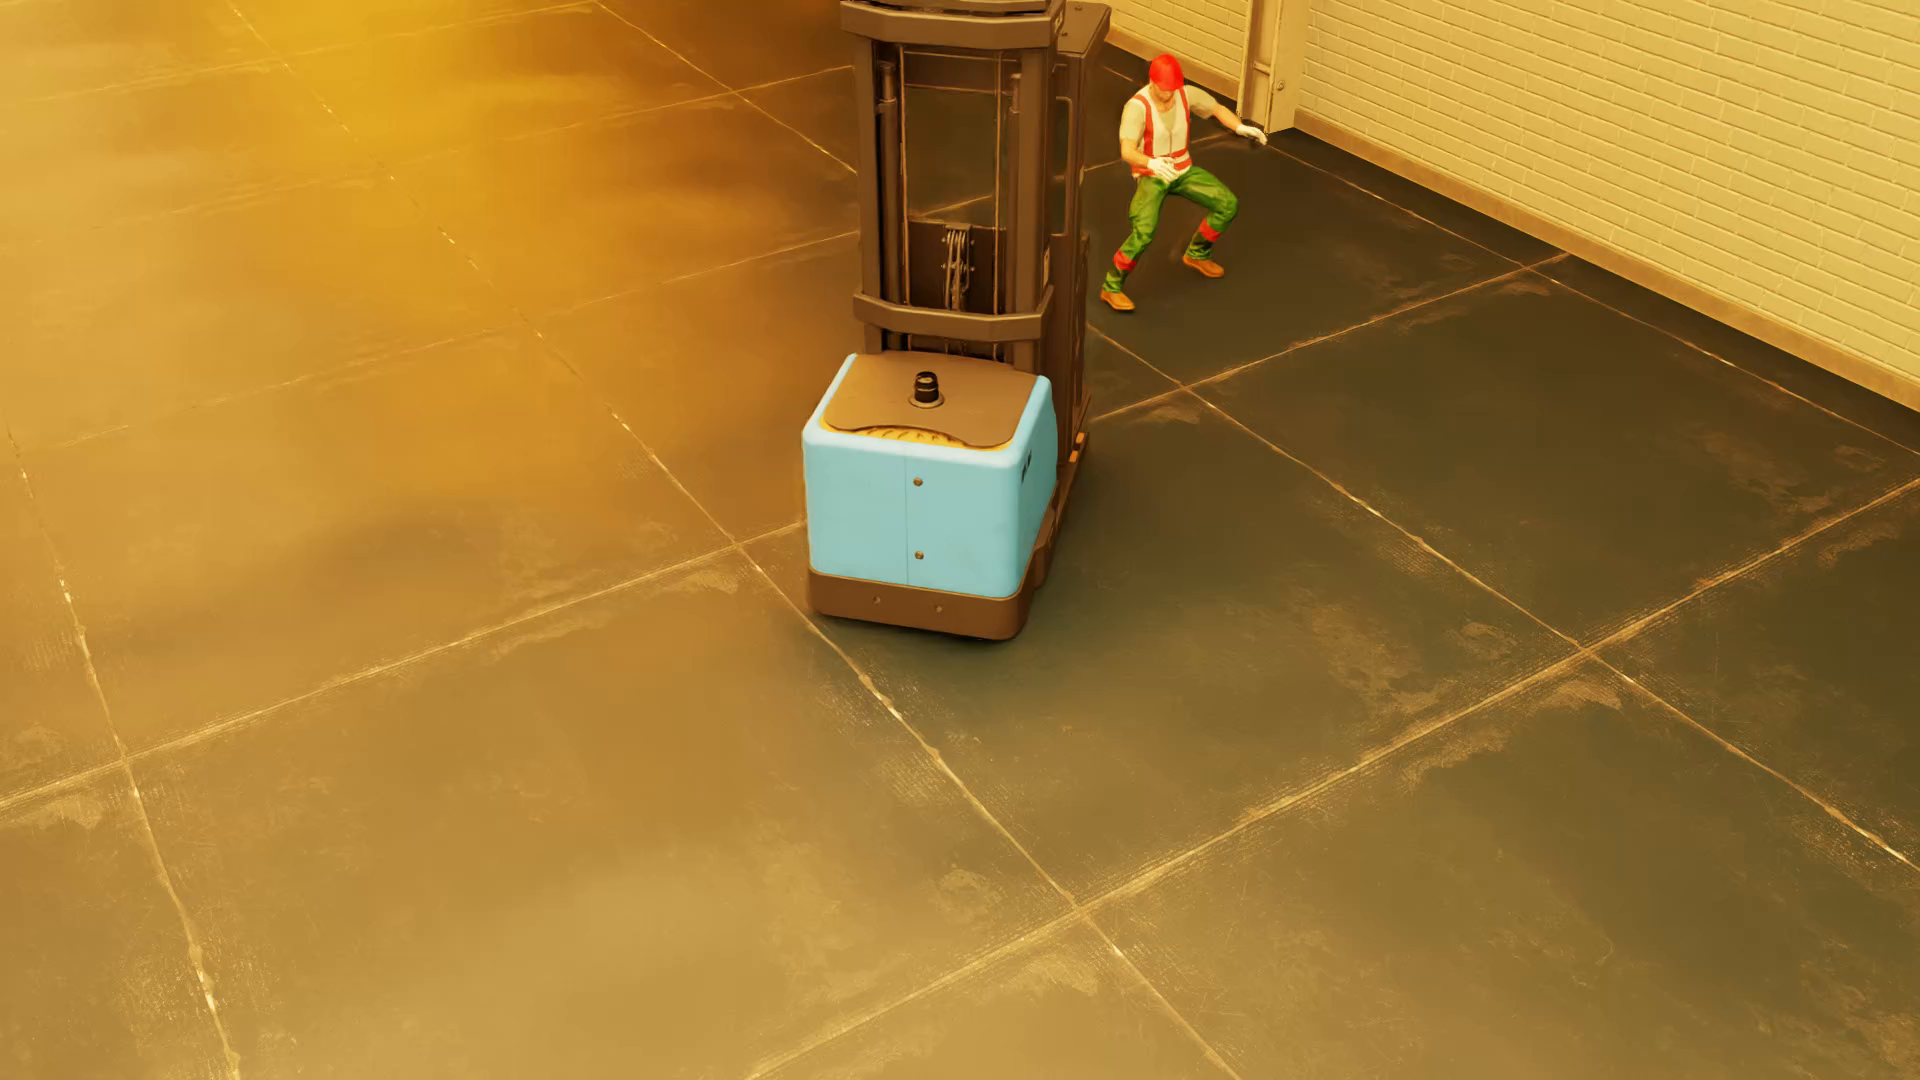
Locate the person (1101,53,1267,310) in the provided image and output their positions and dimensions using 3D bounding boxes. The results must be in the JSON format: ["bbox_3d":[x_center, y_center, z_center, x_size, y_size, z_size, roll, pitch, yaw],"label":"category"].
[{"bbox_3d":[1.399,-2.315,10.638,1.009,1.564,0.774,-13,37,-18],"label":"person"}]

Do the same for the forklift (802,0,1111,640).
[{"bbox_3d":[0.103,-1.569,8.381,1.130,2.935,3.031,8,36,11],"label":"forklift"}]
